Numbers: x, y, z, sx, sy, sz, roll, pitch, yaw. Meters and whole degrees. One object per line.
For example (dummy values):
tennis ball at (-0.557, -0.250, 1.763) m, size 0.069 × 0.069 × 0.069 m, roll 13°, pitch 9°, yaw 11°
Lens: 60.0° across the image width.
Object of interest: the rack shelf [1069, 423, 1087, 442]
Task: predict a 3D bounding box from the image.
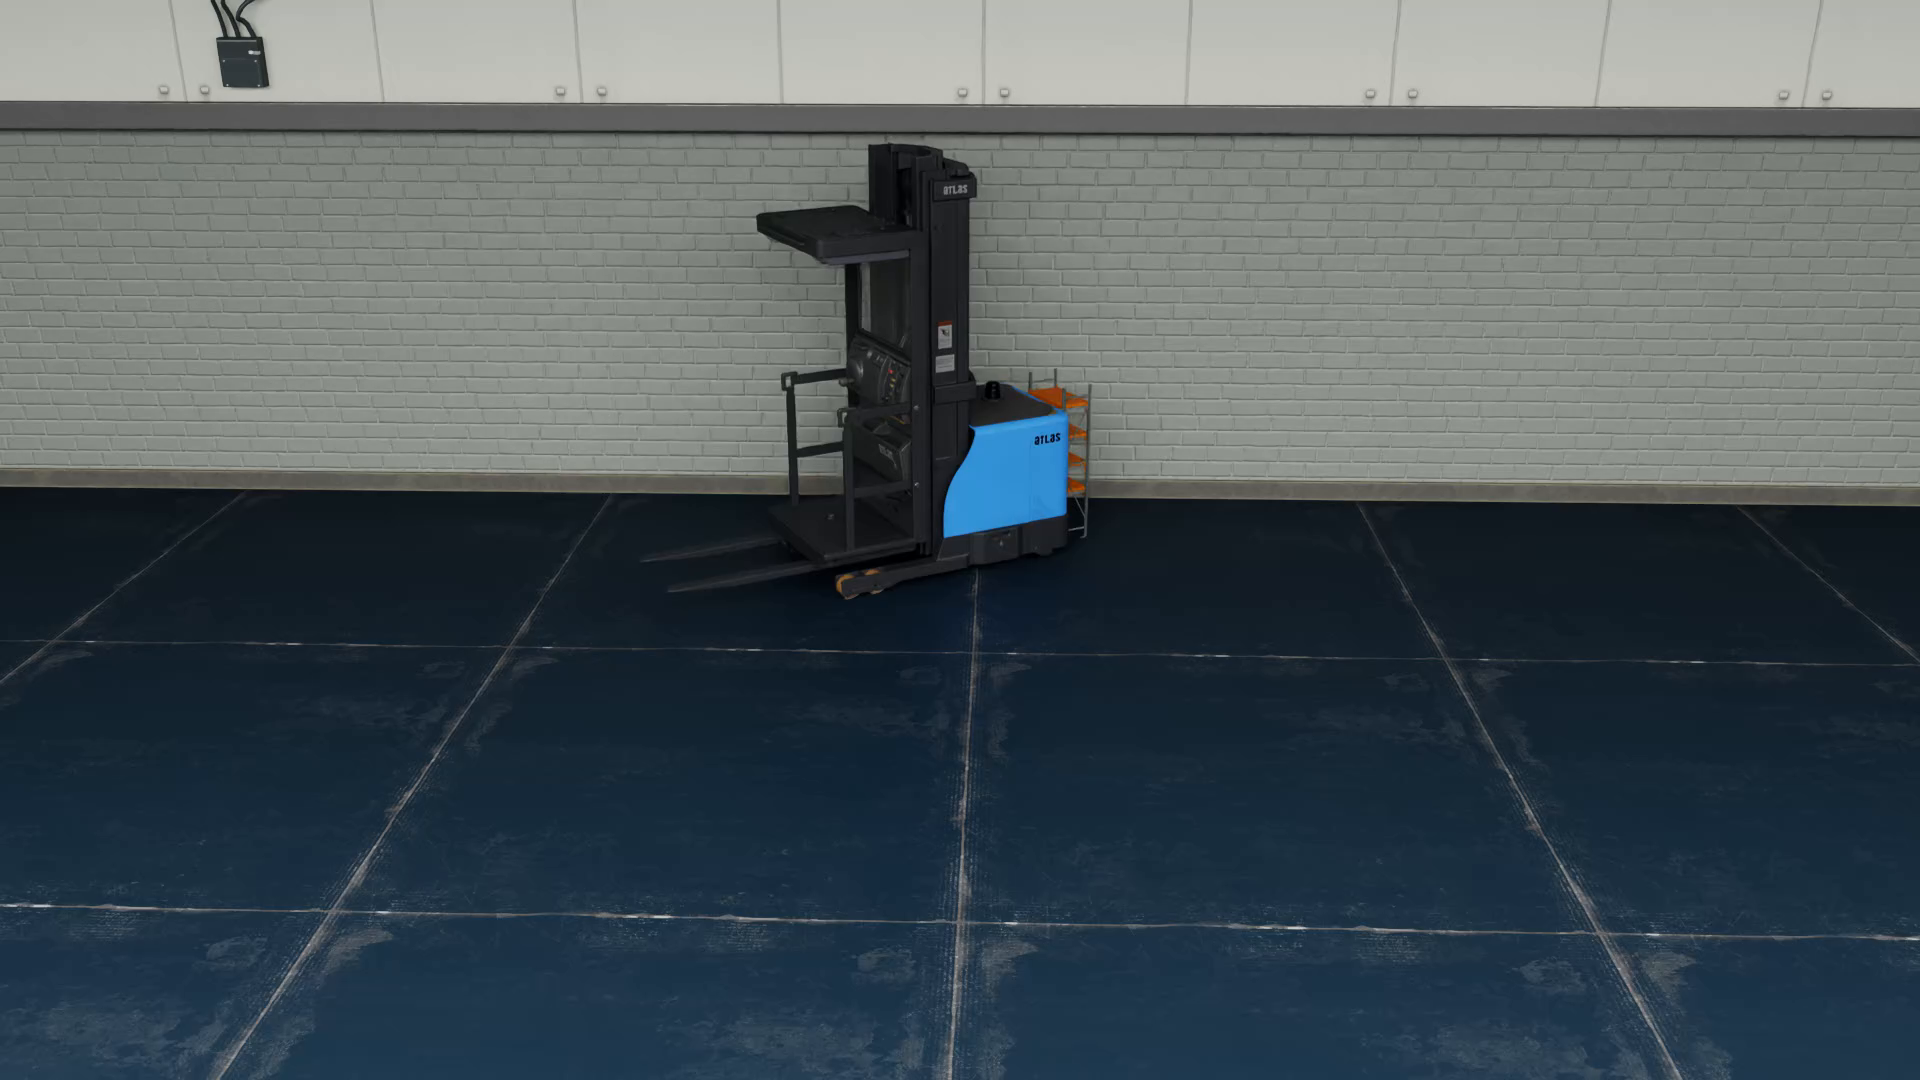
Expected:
rack shelf at (0.738, -0.787, 12.466) m, size 0.258 × 0.148 × 0.480 m, roll -11°, pitch 24°, yaw -26°

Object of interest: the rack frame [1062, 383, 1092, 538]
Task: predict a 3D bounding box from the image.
rack frame at (0.851, -0.563, 12.321) m, size 0.240 × 1.200 × 0.015 m, roll -11°, pitch 24°, yaw -26°

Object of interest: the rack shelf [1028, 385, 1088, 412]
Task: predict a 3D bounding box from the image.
rack shelf at (0.739, -1.008, 12.380) m, size 0.258 × 0.148 × 0.480 m, roll -11°, pitch 24°, yaw -26°

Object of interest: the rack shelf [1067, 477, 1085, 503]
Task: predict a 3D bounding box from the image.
rack shelf at (0.737, -0.393, 12.618) m, size 0.258 × 0.148 × 0.480 m, roll -11°, pitch 24°, yaw -26°

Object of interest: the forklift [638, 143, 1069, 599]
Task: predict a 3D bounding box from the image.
forklift at (-0.749, -1.178, 11.513) m, size 3.031 × 2.935 × 1.130 m, roll -11°, pitch 24°, yaw -26°

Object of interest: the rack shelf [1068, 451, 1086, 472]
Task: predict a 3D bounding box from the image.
rack shelf at (0.738, -0.579, 12.546) m, size 0.258 × 0.148 × 0.480 m, roll -11°, pitch 24°, yaw -26°

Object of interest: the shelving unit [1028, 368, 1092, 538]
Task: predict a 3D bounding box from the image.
shelving unit at (0.738, -0.641, 12.522) m, size 0.258 × 1.200 × 0.503 m, roll -11°, pitch 24°, yaw -26°

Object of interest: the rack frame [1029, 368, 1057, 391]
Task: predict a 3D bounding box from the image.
rack frame at (0.624, -0.720, 12.723) m, size 0.240 × 1.200 × 0.015 m, roll -11°, pitch 24°, yaw -26°

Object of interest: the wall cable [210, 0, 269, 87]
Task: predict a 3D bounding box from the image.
wall cable at (-4.324, -6.165, 11.276) m, size 2.305 × 6.003 × 0.169 m, roll 1°, pitch 21°, yaw 2°
